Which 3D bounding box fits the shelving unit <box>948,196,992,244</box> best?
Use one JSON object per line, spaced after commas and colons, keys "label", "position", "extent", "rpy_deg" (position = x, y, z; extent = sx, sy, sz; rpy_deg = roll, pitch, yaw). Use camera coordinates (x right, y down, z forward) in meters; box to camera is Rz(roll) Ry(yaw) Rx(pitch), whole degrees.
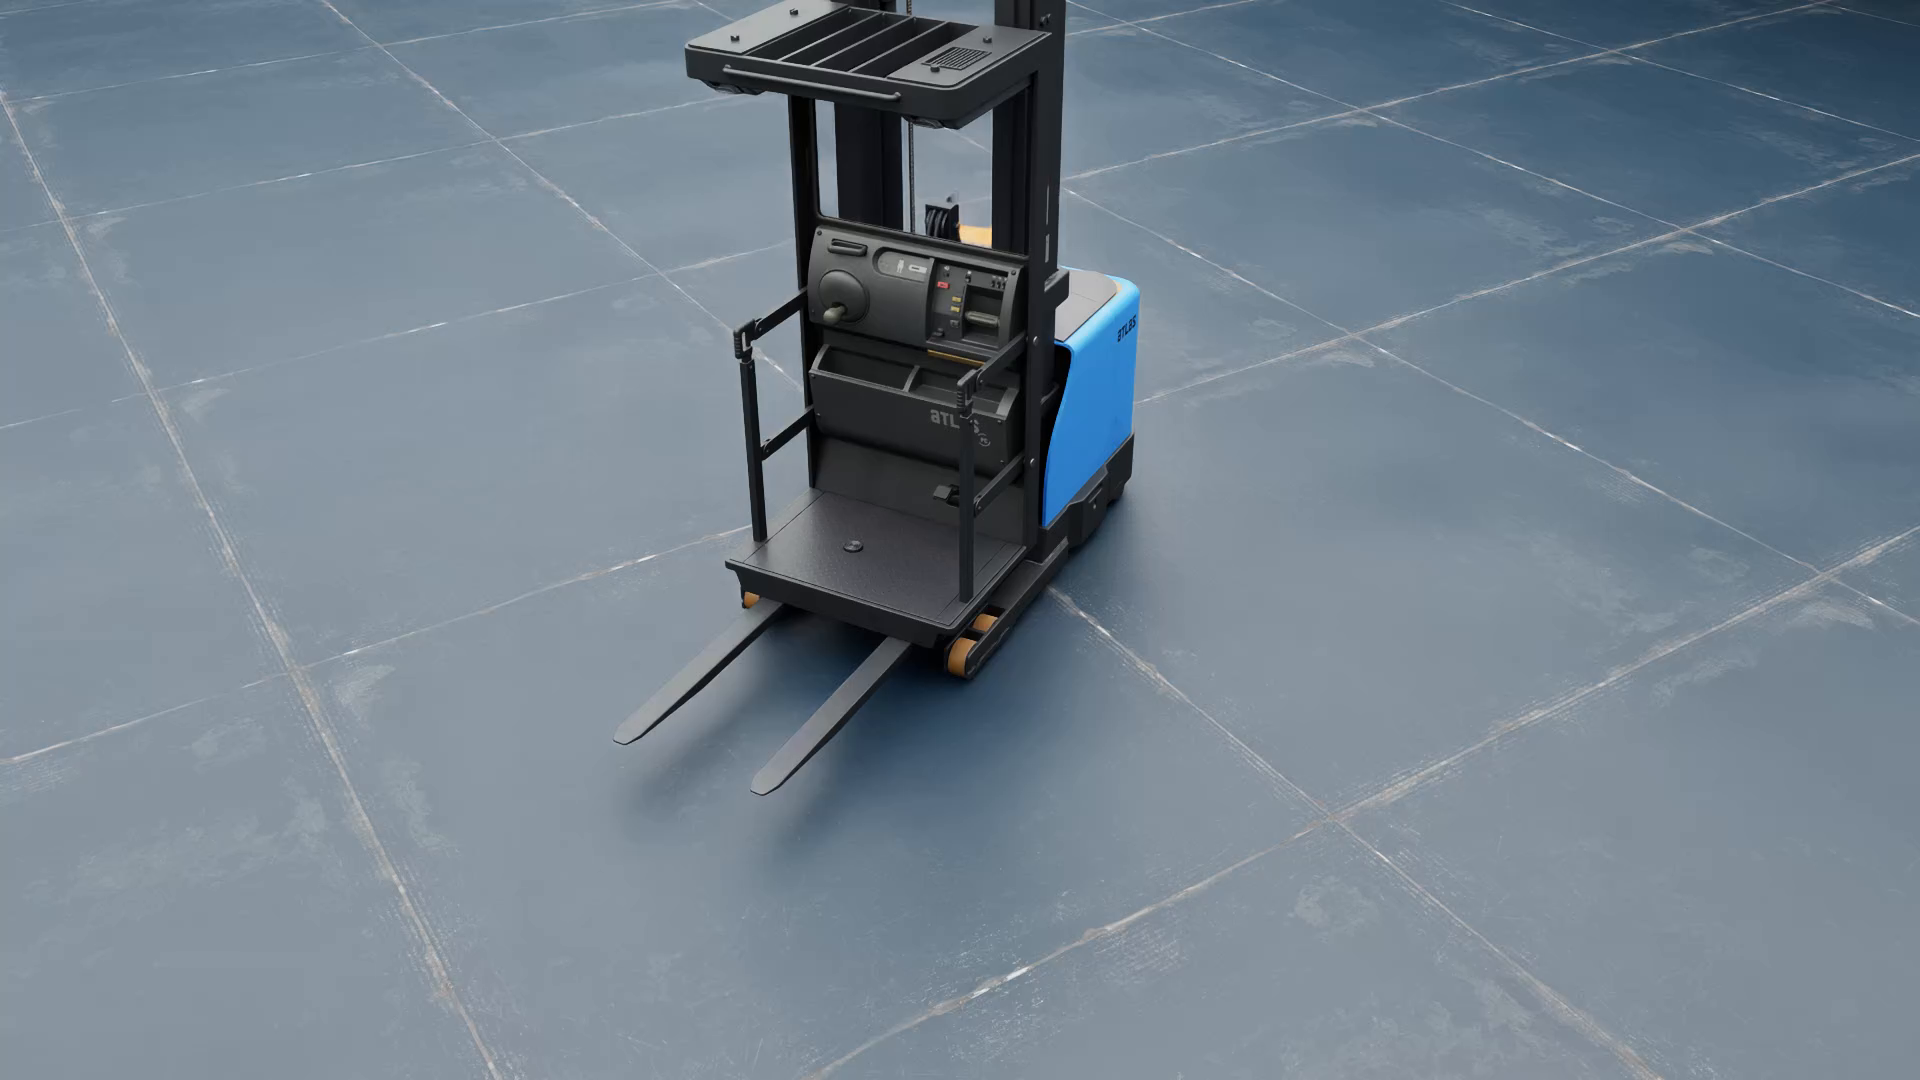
{"label": "shelving unit", "position": [0.137, -1.080, 8.338], "extent": [0.503, 1.200, 0.258], "rpy_deg": [12, 34, 18]}

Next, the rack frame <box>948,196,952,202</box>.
{"label": "rack frame", "position": [-0.089, -1.129, 8.414], "extent": [0.015, 1.200, 0.240], "rpy_deg": [12, 34, 18]}

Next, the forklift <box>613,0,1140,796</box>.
{"label": "forklift", "position": [-0.291, -0.944, 6.499], "extent": [1.130, 2.935, 3.031], "rpy_deg": [16, 35, 23]}

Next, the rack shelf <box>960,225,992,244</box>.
{"label": "rack shelf", "position": [0.137, -1.413, 8.128], "extent": [0.480, 0.148, 0.258], "rpy_deg": [12, 34, 18]}
